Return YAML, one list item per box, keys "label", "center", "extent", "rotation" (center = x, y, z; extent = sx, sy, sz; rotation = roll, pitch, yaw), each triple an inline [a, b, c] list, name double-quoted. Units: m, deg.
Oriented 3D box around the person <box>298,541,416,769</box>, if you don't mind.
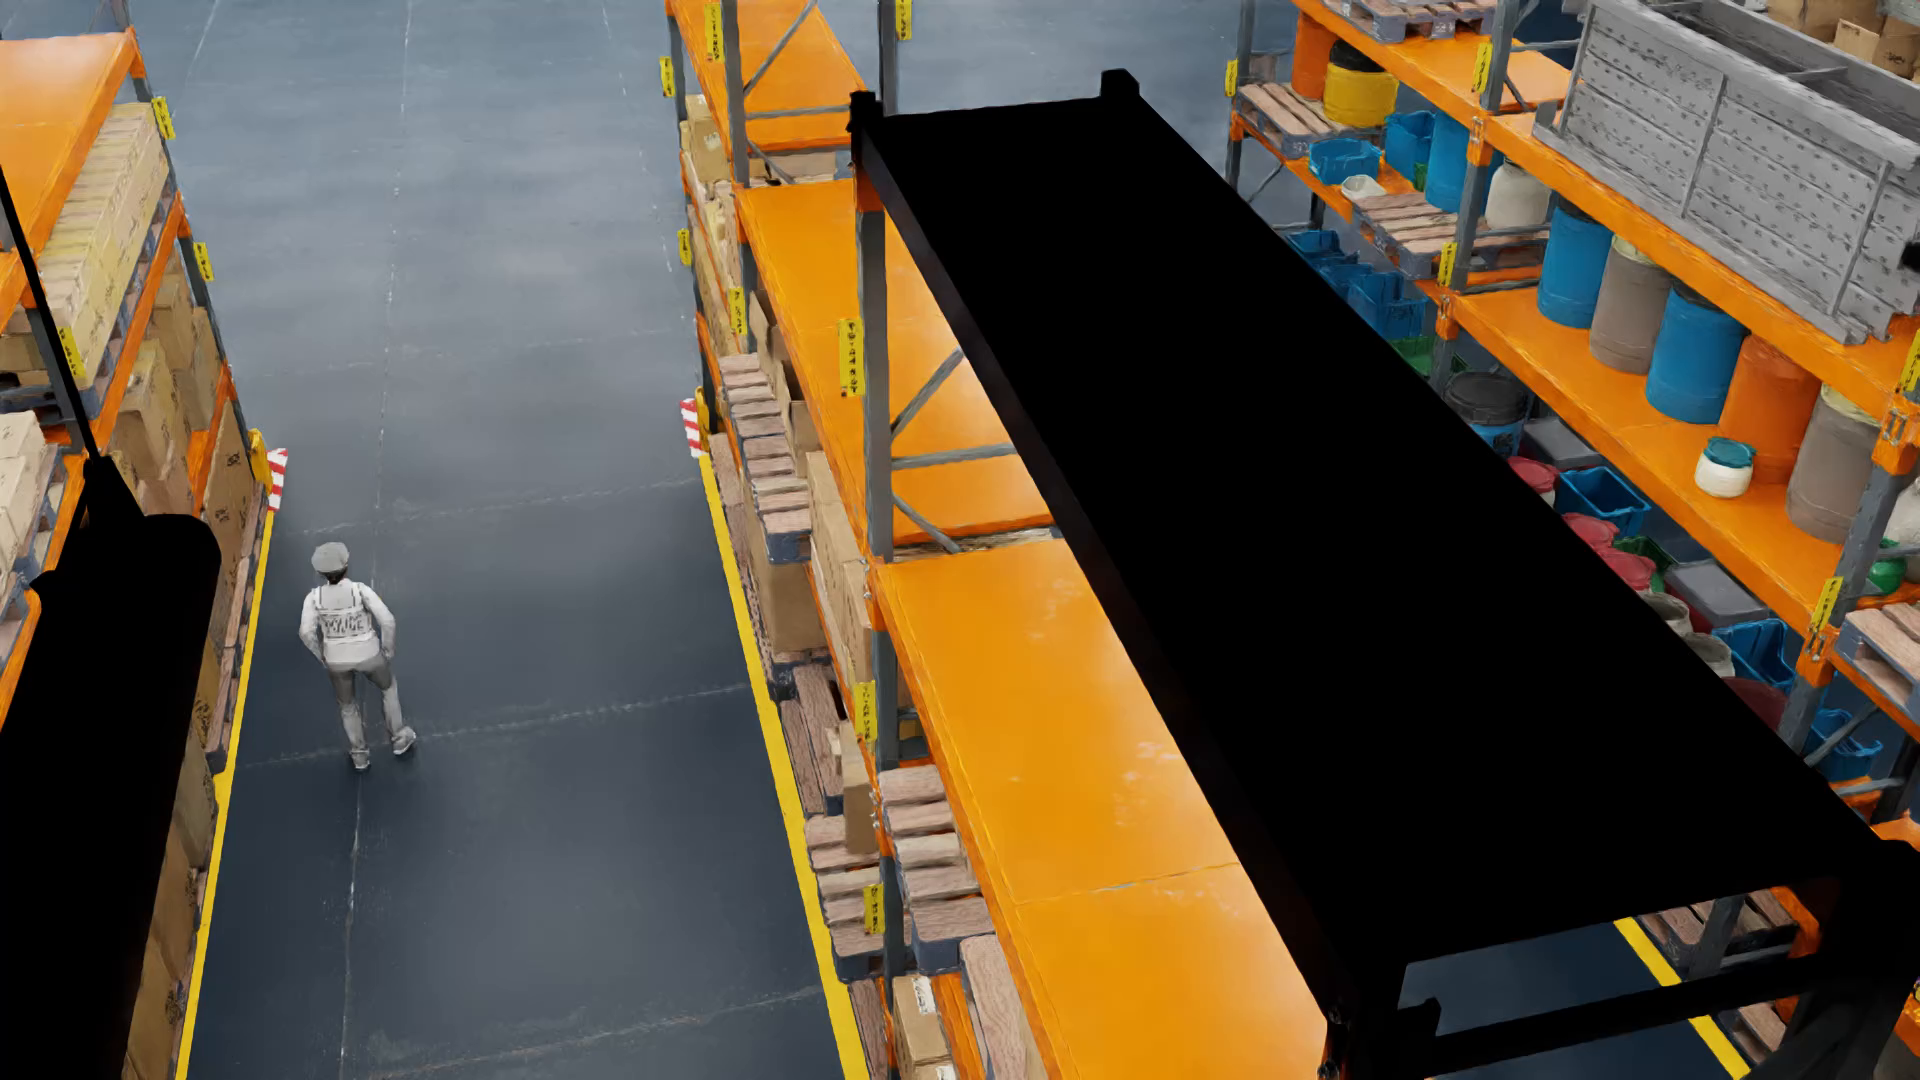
- label: "person"
  center: [-4.186, 0.797, 11.501]
  extent: [0.639, 1.632, 0.512]
  rotation: [-9, 35, -12]
